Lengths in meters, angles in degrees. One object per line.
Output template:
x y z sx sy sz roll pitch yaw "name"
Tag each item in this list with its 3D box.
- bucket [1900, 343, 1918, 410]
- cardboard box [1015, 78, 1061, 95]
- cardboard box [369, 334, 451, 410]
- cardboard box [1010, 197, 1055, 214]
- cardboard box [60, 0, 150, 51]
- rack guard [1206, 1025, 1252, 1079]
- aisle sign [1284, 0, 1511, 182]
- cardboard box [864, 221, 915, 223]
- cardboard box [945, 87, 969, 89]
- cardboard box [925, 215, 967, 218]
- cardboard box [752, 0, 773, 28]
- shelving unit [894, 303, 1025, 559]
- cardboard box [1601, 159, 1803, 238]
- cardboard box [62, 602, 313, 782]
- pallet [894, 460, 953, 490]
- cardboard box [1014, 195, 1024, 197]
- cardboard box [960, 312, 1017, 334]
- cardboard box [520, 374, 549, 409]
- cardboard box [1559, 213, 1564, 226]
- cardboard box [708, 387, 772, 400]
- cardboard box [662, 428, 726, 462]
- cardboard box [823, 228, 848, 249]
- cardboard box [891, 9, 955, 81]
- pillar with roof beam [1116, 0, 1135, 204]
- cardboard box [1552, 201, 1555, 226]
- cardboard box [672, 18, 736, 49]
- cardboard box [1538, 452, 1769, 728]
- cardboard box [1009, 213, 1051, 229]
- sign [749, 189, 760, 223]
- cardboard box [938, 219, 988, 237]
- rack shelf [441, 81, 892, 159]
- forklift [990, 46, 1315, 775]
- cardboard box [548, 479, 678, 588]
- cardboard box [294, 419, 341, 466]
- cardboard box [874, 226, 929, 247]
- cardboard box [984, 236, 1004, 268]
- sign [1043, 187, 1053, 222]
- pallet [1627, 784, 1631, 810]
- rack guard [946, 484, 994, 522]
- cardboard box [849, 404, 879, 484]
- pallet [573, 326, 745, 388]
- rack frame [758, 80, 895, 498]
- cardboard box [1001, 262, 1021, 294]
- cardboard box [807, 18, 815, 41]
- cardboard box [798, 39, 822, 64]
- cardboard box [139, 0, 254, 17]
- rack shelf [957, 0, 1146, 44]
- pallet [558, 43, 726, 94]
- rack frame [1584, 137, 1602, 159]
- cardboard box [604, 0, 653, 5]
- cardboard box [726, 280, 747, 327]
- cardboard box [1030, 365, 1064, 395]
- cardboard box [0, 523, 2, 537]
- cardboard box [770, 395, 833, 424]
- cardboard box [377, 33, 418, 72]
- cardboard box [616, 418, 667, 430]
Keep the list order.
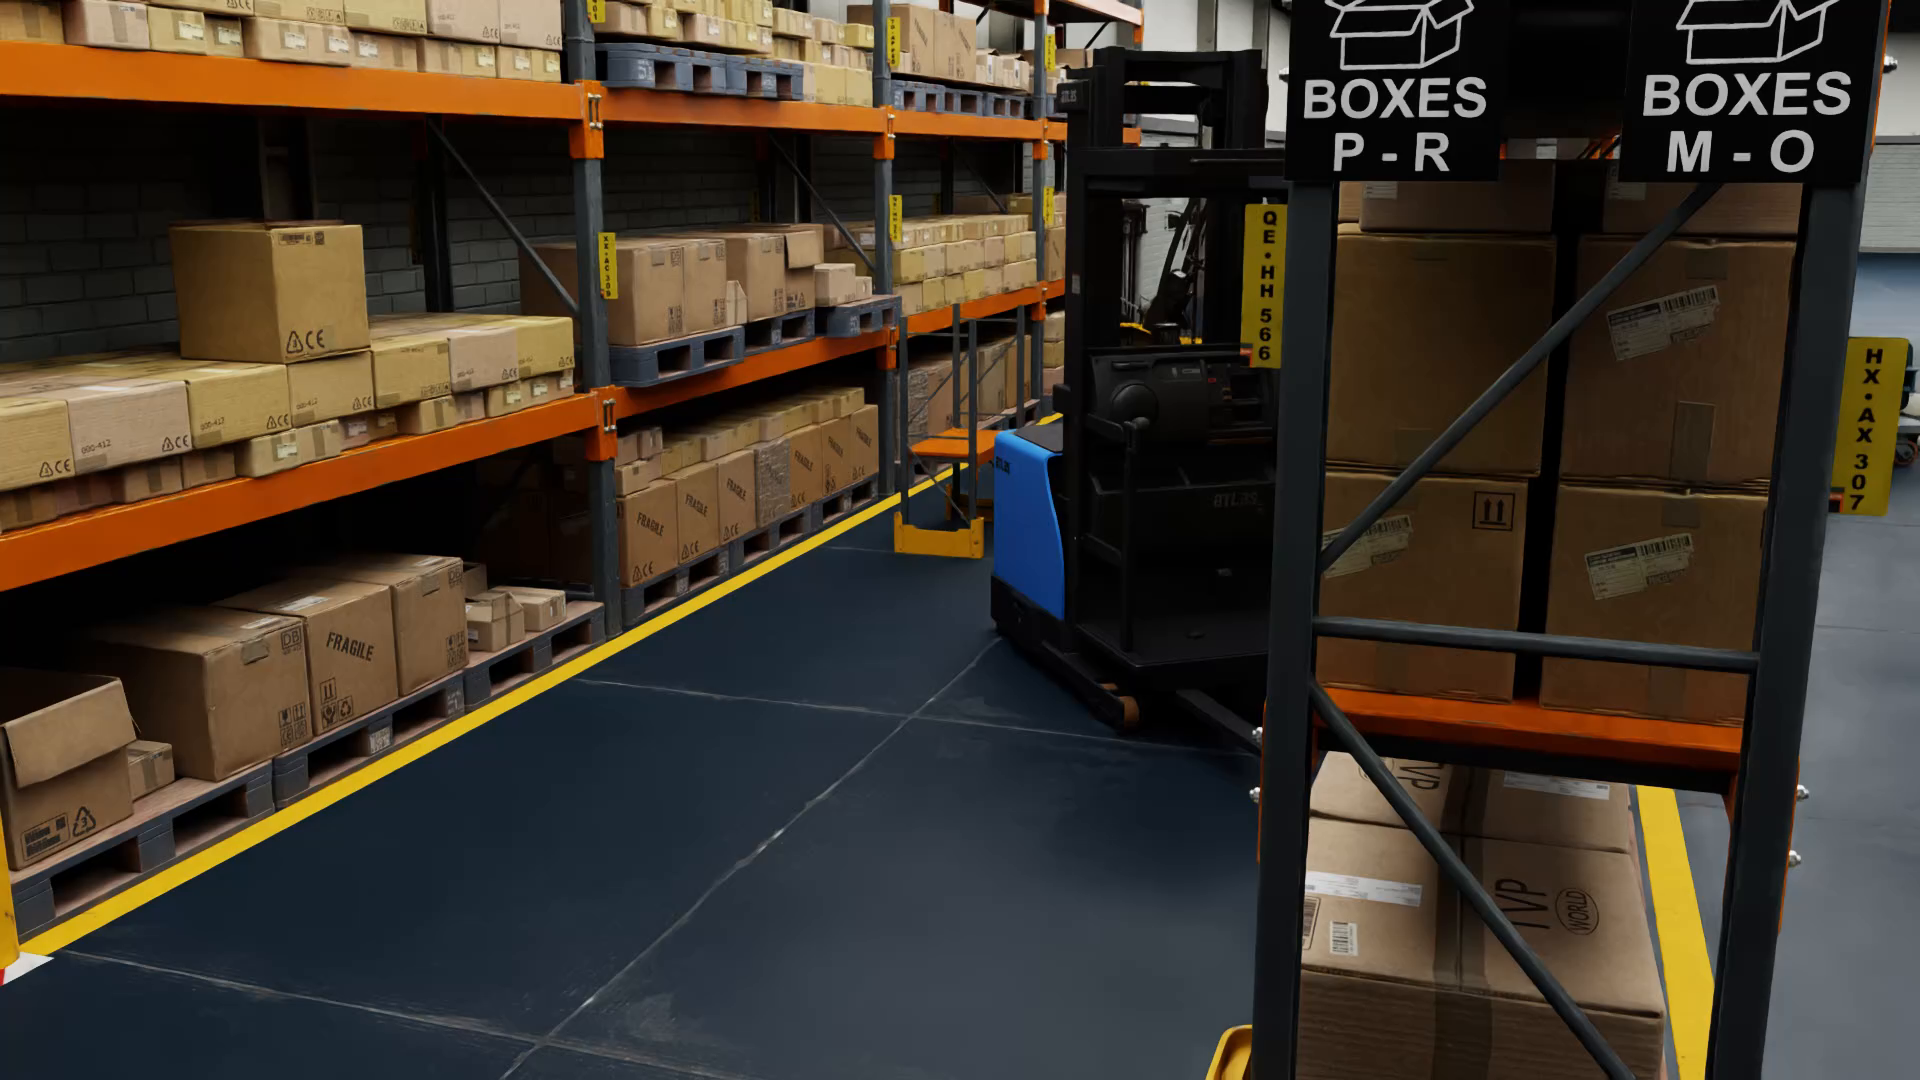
7.589 -1.318 13.961 0.726 0.611 0.620 10 26 38 "bucket"
0.744 -4.336 15.899 0.380 0.149 0.250 5 14 20 "cardboard box"
-2.533 -0.722 7.078 0.500 0.250 0.500 4 14 18 "cardboard box"
0.696 -3.226 16.028 0.380 0.149 0.250 5 14 20 "cardboard box"
-2.911 -1.688 5.468 0.380 0.149 0.250 5 14 20 "cardboard box"
1.119 1.437 3.568 1.175 0.500 0.348 4 14 18 "rack guard"
0.810 -1.061 3.054 0.394 0.787 0.004 4 14 18 "aisle sign"
-0.590 -2.600 13.957 0.380 0.149 0.250 5 14 20 "cardboard box"
-0.116 -4.037 14.590 0.380 0.149 0.250 4 14 18 "cardboard box"
-0.142 -2.924 15.373 0.380 0.149 0.250 4 13 17 "cardboard box"
-1.322 -3.084 9.744 0.380 0.149 0.250 4 14 19 "cardboard box"
0.025 -0.747 10.891 0.587 1.500 1.083 4 14 18 "shelving unit"
1.504 -0.694 3.358 0.380 0.149 0.250 5 14 20 "cardboard box"
-2.970 0.572 6.416 0.700 0.500 0.500 5 14 21 "cardboard box"
-0.679 -0.639 13.312 1.003 0.211 1.213 4 14 18 "pallet"
0.447 -3.486 17.168 0.380 0.149 0.250 4 13 17 "cardboard box"
0.288 -2.139 16.607 0.500 0.250 0.500 5 14 20 "cardboard box"
-2.205 -0.721 7.971 0.380 0.149 0.250 5 14 20 "cardboard box"
1.871 -0.622 4.499 0.500 0.500 0.500 4 14 18 "cardboard box"
-1.558 -0.989 11.794 0.380 0.149 0.250 5 14 20 "cardboard box"
-1.628 -0.571 9.967 0.380 0.149 0.250 4 14 18 "cardboard box"
-1.069 -2.276 12.535 0.380 0.149 0.250 5 14 20 "cardboard box"
-0.449 -3.841 12.940 0.700 0.500 0.500 4 13 17 "cardboard box"
6.543 -7.308 22.785 9.100 9.000 0.400 4 14 18 "pillar with roof beam"
2.974 -1.346 7.673 0.500 0.500 0.500 4 14 18 "cardboard box"
-1.475 -2.828 9.294 0.380 0.149 0.250 4 14 18 "cardboard box"
1.554 0.084 3.653 0.500 0.500 0.500 4 14 18 "cardboard box"
0.664 -3.083 16.072 0.380 0.149 0.250 4 13 18 "cardboard box"
-1.509 -2.431 12.297 0.100 0.325 0.005 4 14 18 "sign"
0.026 -2.676 14.288 0.380 0.149 0.250 4 14 19 "cardboard box"
-1.630 -2.518 10.156 1.077 0.370 4.000 4 14 18 "rack shelf"
1.109 -0.683 7.393 1.130 2.935 3.031 -4 14 -18 "forklift"
-1.907 -0.057 9.171 0.500 0.500 0.500 5 14 21 "cardboard box"
-2.675 -0.395 6.541 0.380 0.149 0.250 5 14 20 "cardboard box"
-0.457 -2.351 12.864 0.380 0.149 0.250 5 14 20 "cardboard box"
0.064 -2.503 14.425 0.500 0.250 0.500 5 14 20 "cardboard box"
0.828 -3.159 15.662 0.100 0.325 0.005 4 14 18 "sign"
2.101 0.885 6.635 1.003 0.211 1.213 4 14 18 "pallet"
0.186 -0.243 11.490 0.587 0.250 0.087 4 14 18 "rack guard"
-0.916 -0.709 12.028 0.500 0.500 0.500 5 14 20 "cardboard box"
-1.915 -1.052 9.288 1.003 0.211 1.213 4 14 18 "pallet"
-0.983 -1.828 12.254 1.000 3.000 0.127 4 14 18 "rack frame"
0.239 -2.365 14.948 0.500 0.250 0.500 4 14 18 "cardboard box"
-1.159 -3.305 10.757 0.380 0.149 0.250 4 13 18 "cardboard box"
-1.120 -3.157 10.779 0.380 0.149 0.250 4 14 18 "cardboard box"
-2.846 -1.967 5.791 0.500 0.250 0.500 4 13 17 "cardboard box"
0.959 -5.470 17.246 1.077 0.370 4.000 4 14 18 "rack shelf"
-1.999 -2.488 8.831 1.213 0.211 1.003 4 14 18 "pallet"
5.010 -2.313 14.382 1.000 3.000 0.127 4 14 18 "rack frame"
-1.765 -2.755 8.305 0.380 0.149 0.250 5 14 20 "cardboard box"
-1.464 -1.389 9.693 0.396 0.266 0.258 5 14 21 "cardboard box"
0.781 -1.612 16.545 0.500 0.250 0.500 5 14 19 "cardboard box"
-3.205 -0.070 5.119 0.380 0.149 0.250 4 14 18 "cardboard box"
-1.089 -0.896 11.387 0.380 0.149 0.250 4 13 17 "cardboard box"
-2.489 -2.016 6.901 0.380 0.149 0.250 5 14 20 "cardboard box"
-2.052 -0.662 10.361 0.380 0.149 0.250 5 14 19 "cardboard box"
